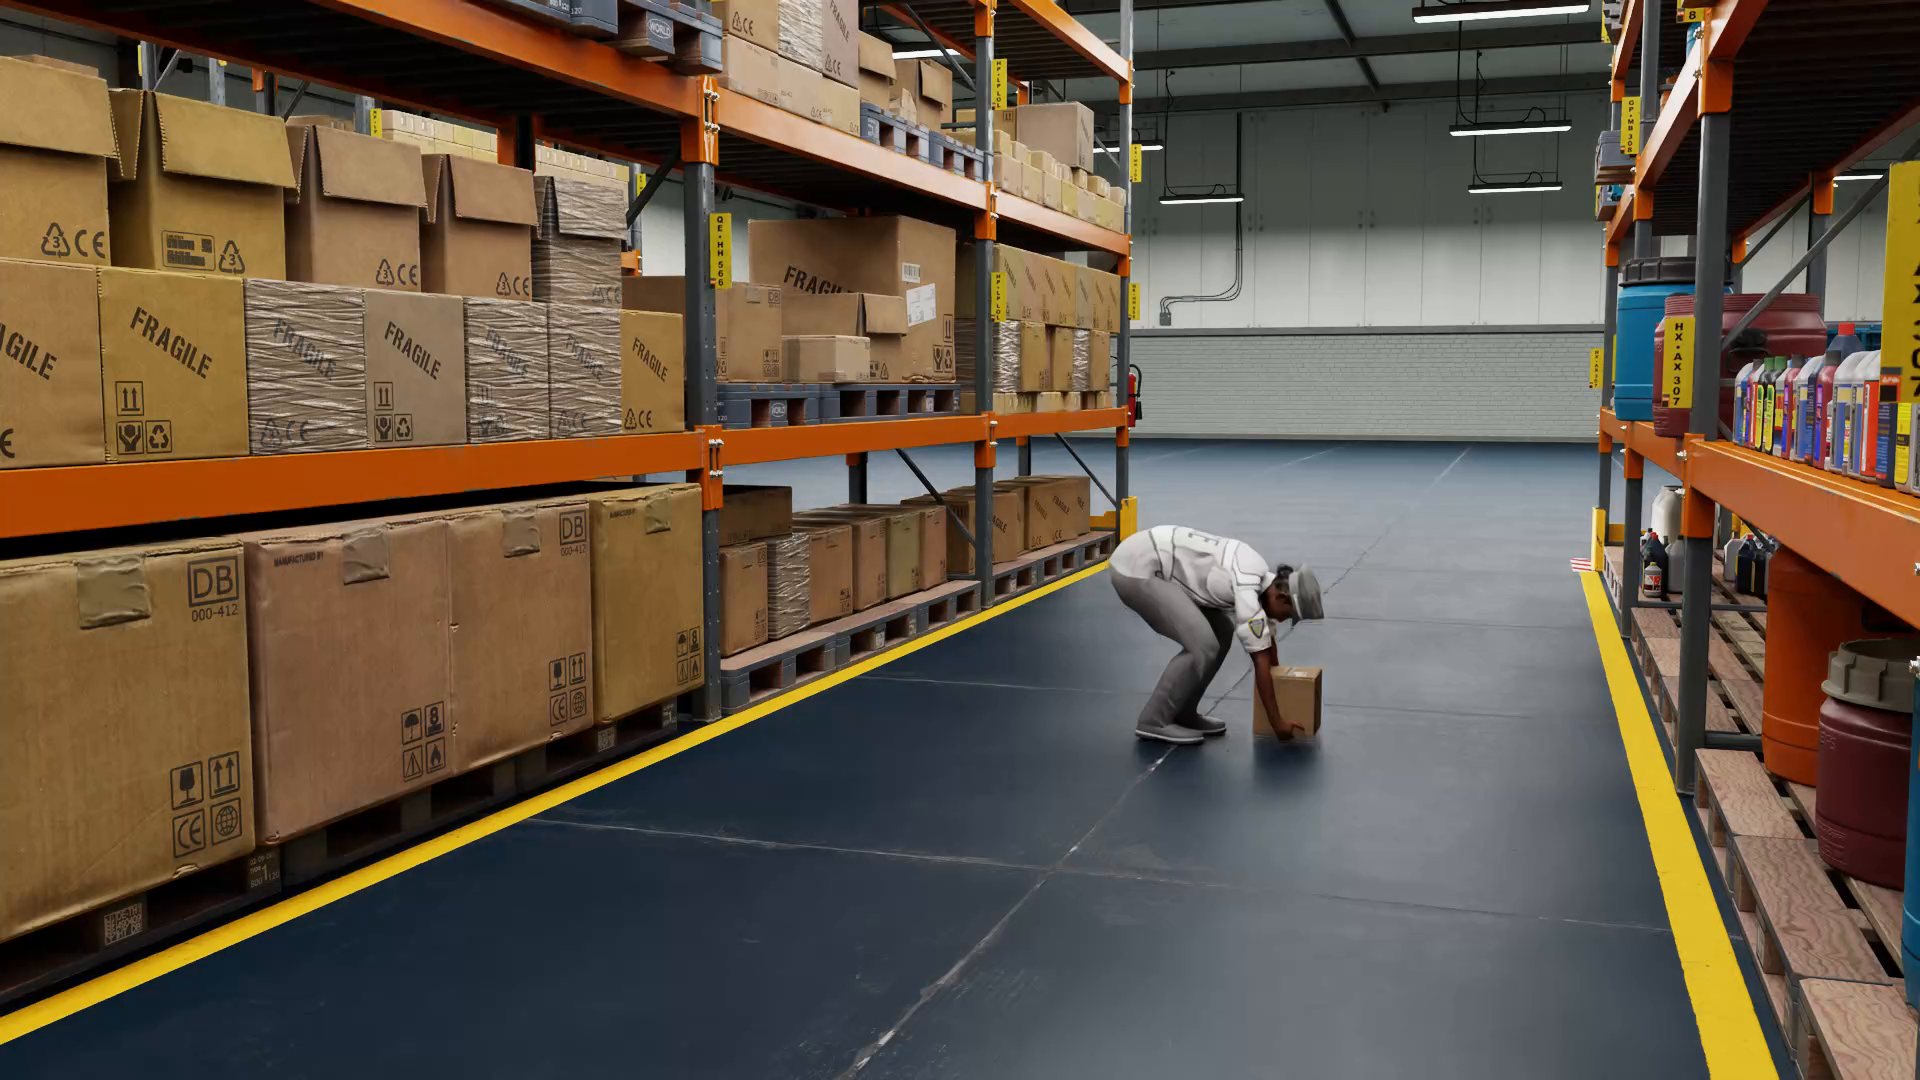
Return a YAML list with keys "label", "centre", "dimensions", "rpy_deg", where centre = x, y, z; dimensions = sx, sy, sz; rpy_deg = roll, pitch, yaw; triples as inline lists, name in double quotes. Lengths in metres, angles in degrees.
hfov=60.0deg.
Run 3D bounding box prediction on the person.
- label: "person"
  centre: [1.083, 0.397, 7.060]
  dimensions: [0.904, 0.908, 0.451]
  rpy_deg: [2, 6, 16]
